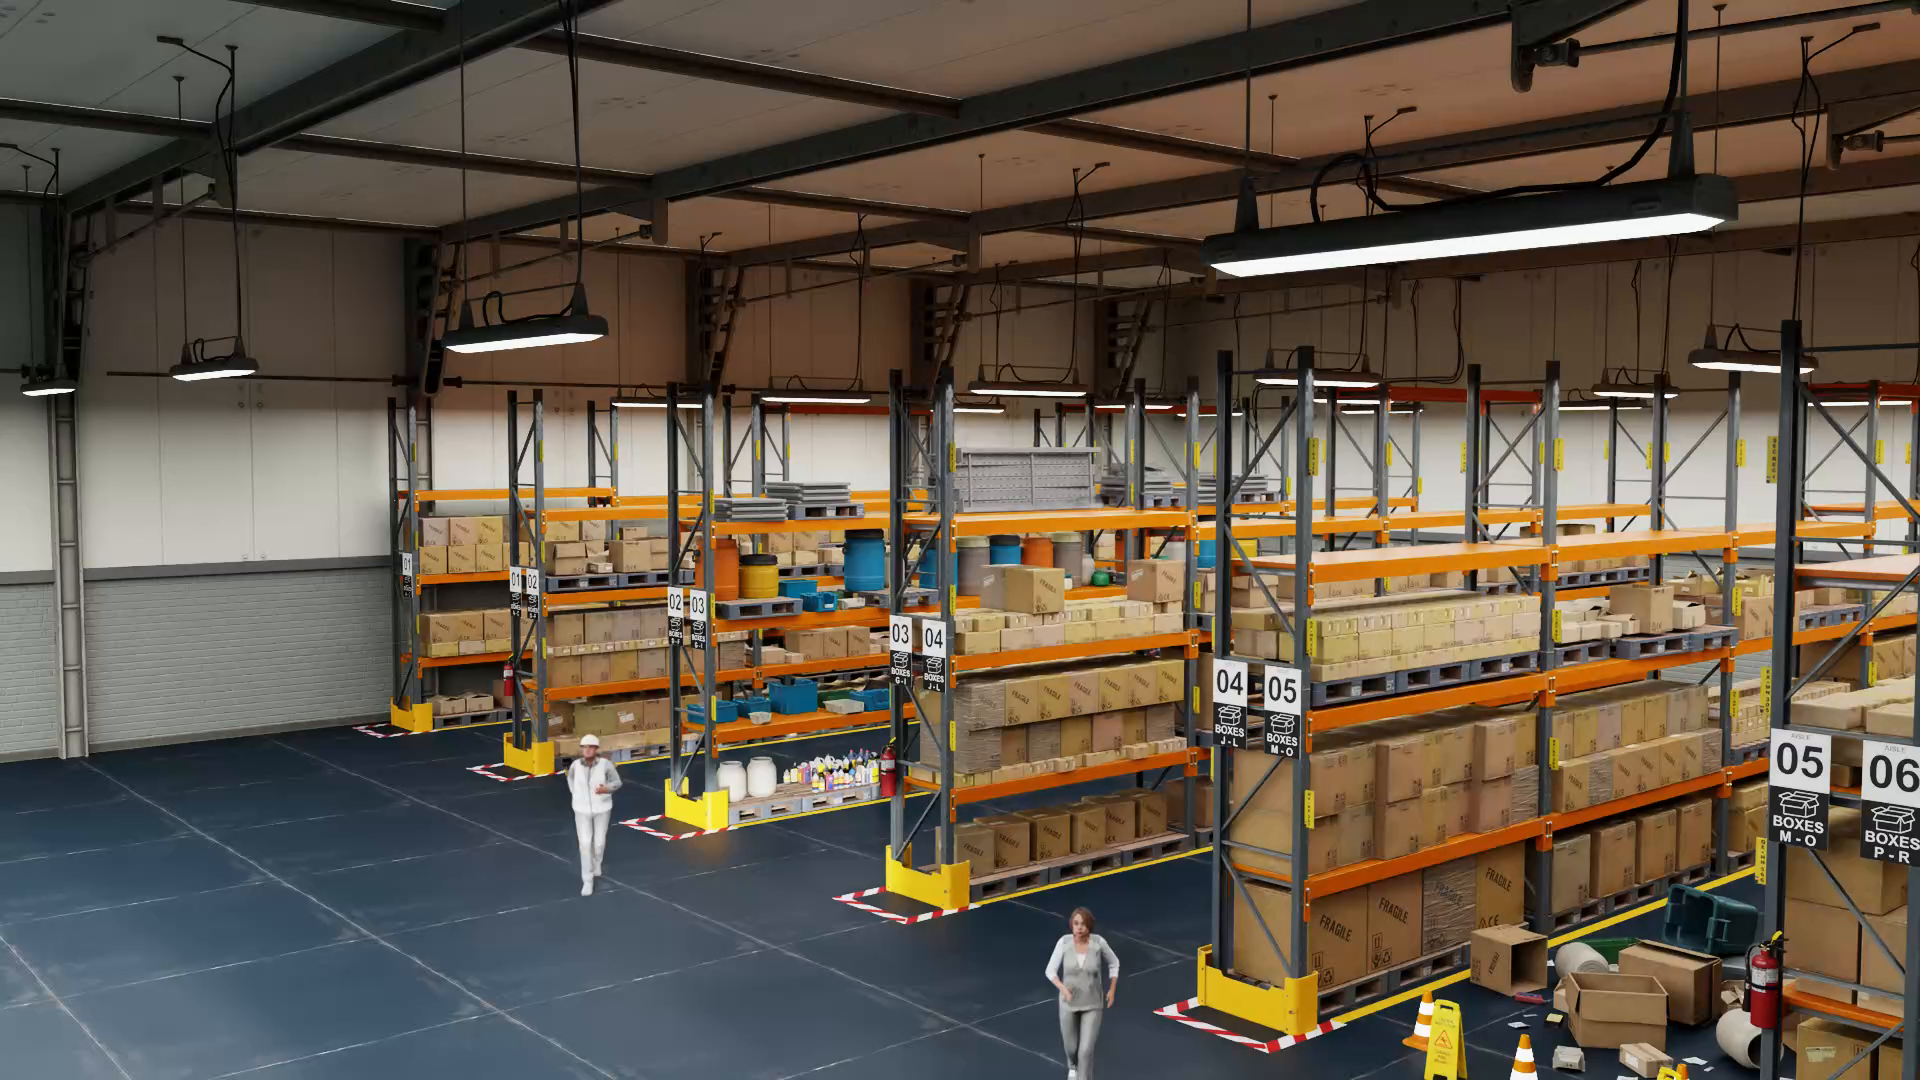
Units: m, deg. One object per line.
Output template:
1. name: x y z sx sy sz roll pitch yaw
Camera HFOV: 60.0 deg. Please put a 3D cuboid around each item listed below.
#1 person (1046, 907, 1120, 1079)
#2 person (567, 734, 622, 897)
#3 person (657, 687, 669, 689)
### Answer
1. person: 0.948 3.616 12.863 0.564 1.613 0.772 1 3 9
2. person: -4.251 3.146 19.342 0.643 1.798 0.894 0 3 -8
3. person: -5.332 2.571 30.241 0.600 1.650 0.550 3 4 40
